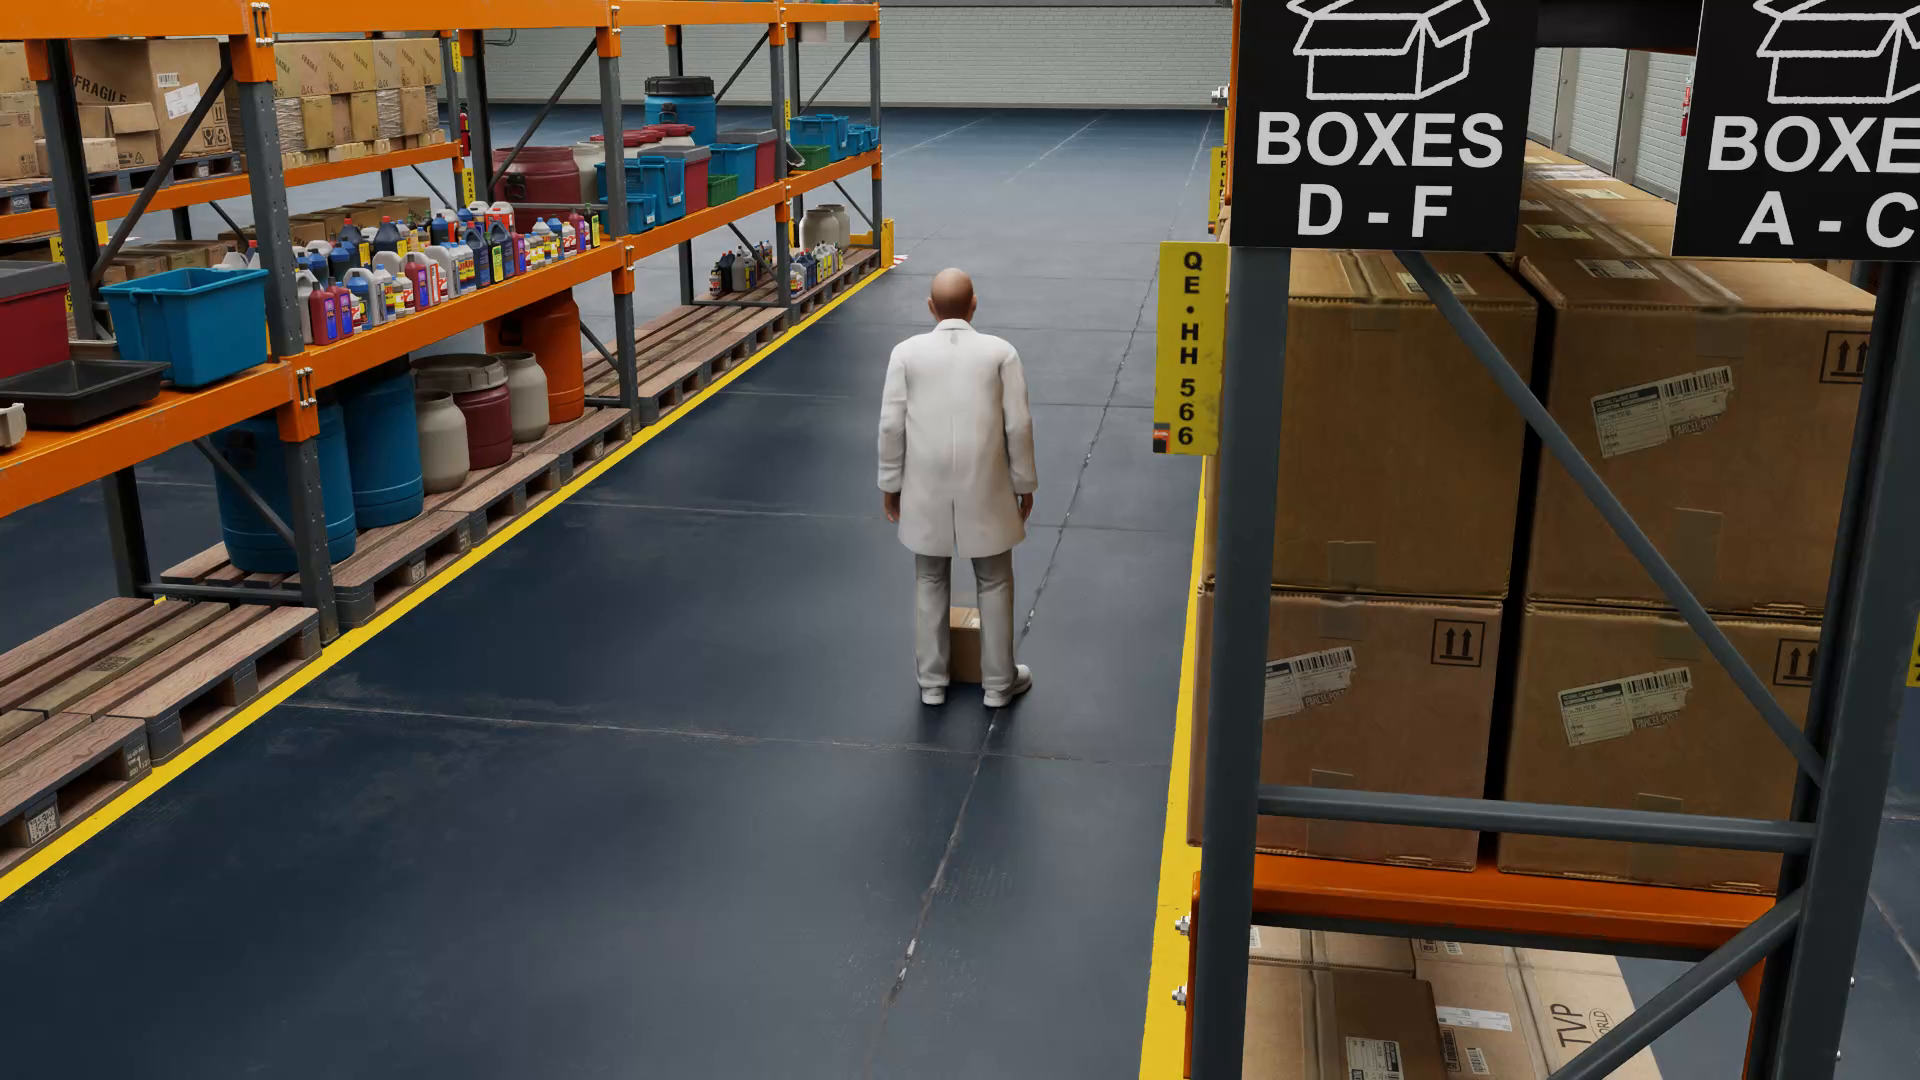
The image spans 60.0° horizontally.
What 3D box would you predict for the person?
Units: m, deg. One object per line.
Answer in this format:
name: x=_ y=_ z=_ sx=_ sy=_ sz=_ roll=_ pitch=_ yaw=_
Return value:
person: x=-0.012 y=-0.201 z=6.712 sx=0.649 sy=1.773 sz=0.429 roll=2 pitch=18 yaw=5
